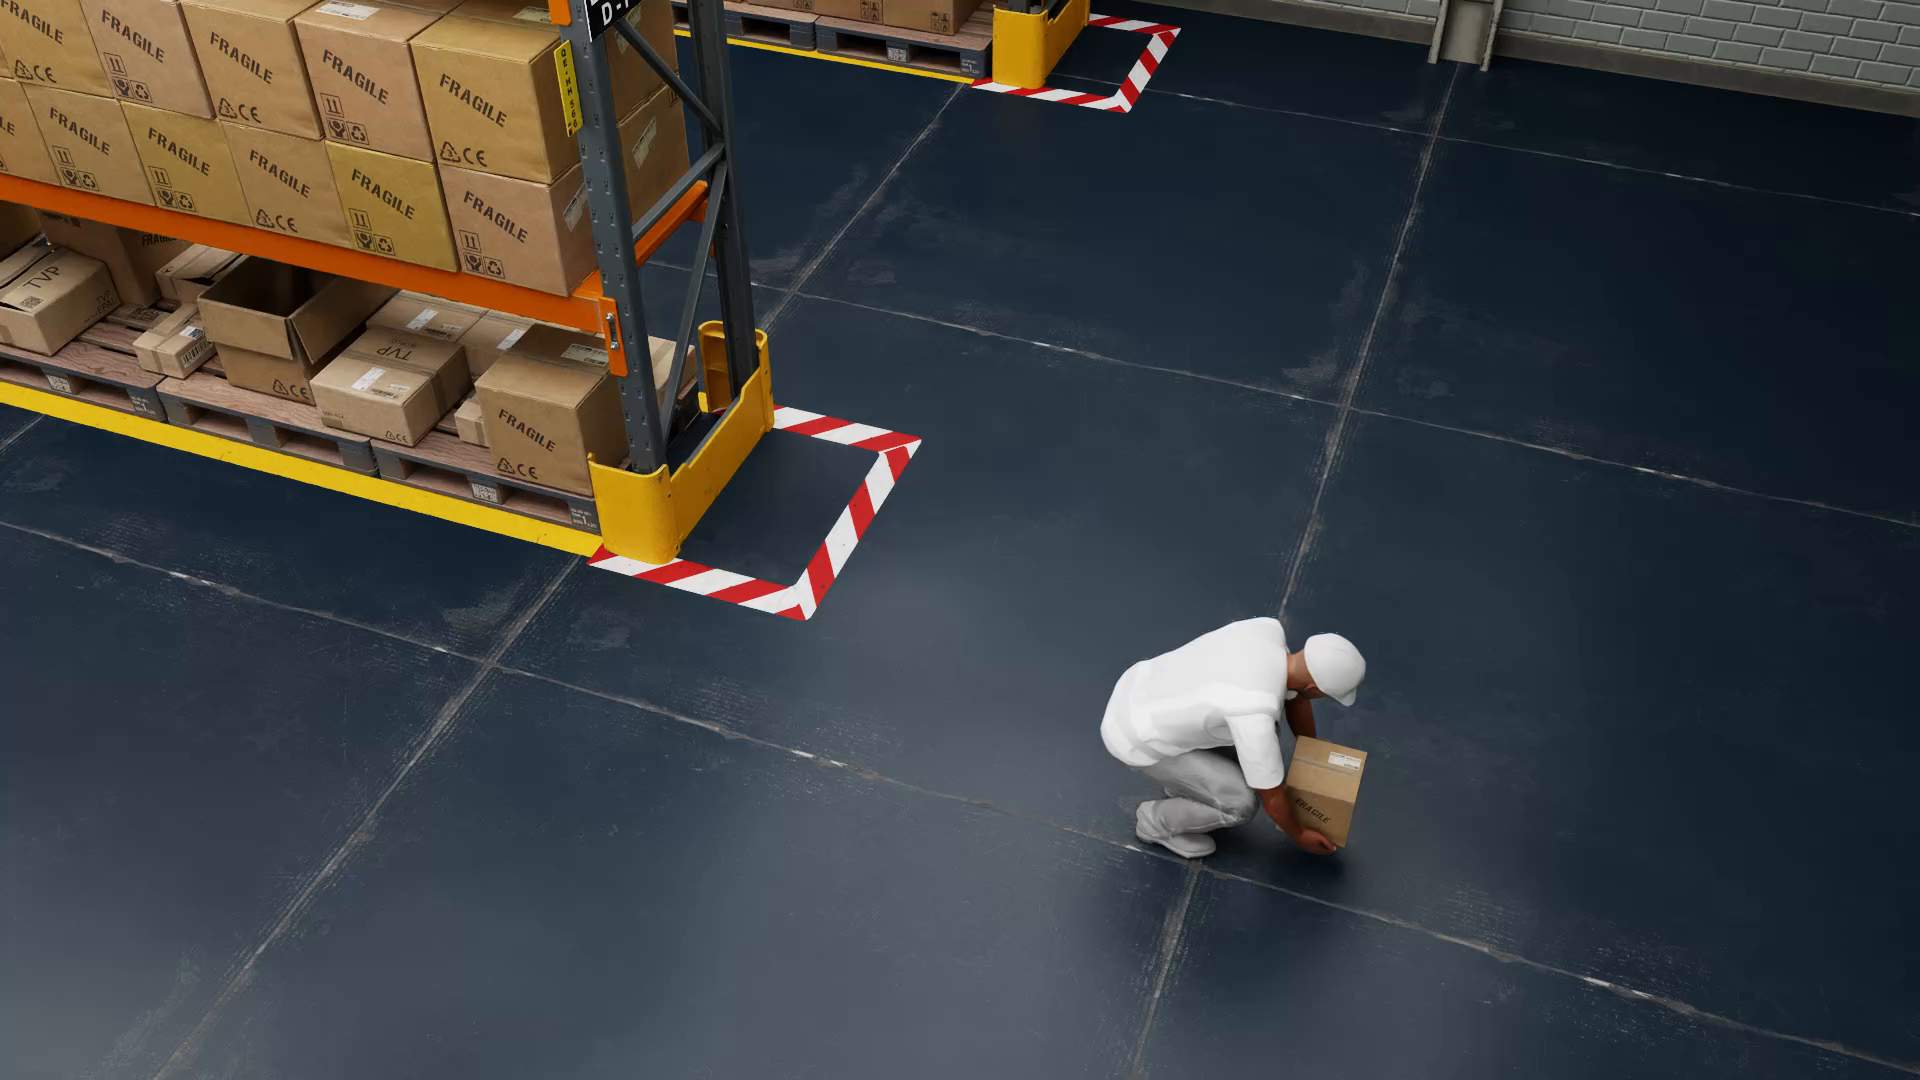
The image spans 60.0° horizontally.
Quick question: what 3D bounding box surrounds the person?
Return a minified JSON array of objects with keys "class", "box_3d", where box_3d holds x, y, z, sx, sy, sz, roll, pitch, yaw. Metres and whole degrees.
[{"class":"person","box_3d":[0.976,0.669,5.958,0.900,1.008,0.583,13,43,15]}]
